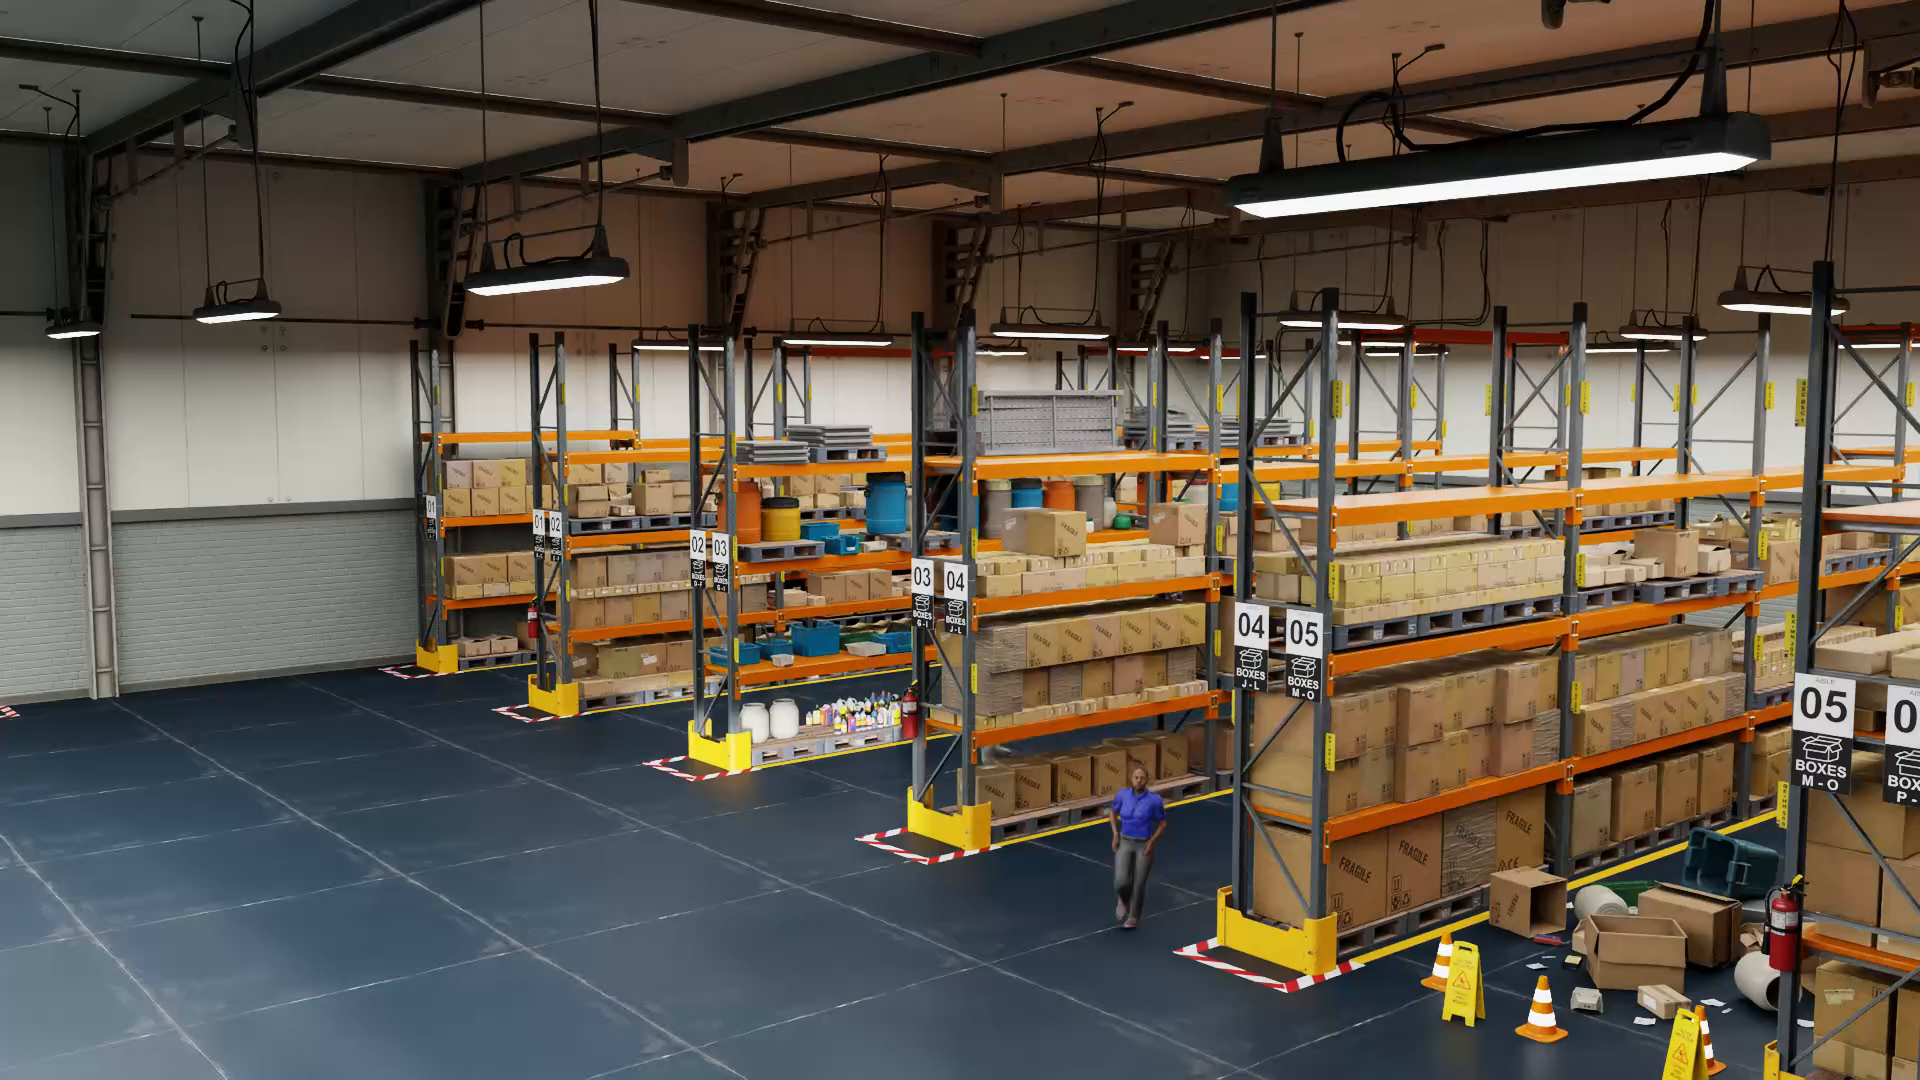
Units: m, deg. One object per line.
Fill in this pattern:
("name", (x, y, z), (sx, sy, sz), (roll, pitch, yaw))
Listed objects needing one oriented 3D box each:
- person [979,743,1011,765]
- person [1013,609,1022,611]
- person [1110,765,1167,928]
("person", (0.475, 2.372, 21.621), (0.753, 1.647, 0.613), (-4, 7, -39))
("person", (0.944, 1.496, 30.025), (0.925, 1.796, 0.665), (-5, 7, -42))
("person", (1.672, 2.925, 15.750), (0.559, 1.581, 0.541), (1, 5, 13))
